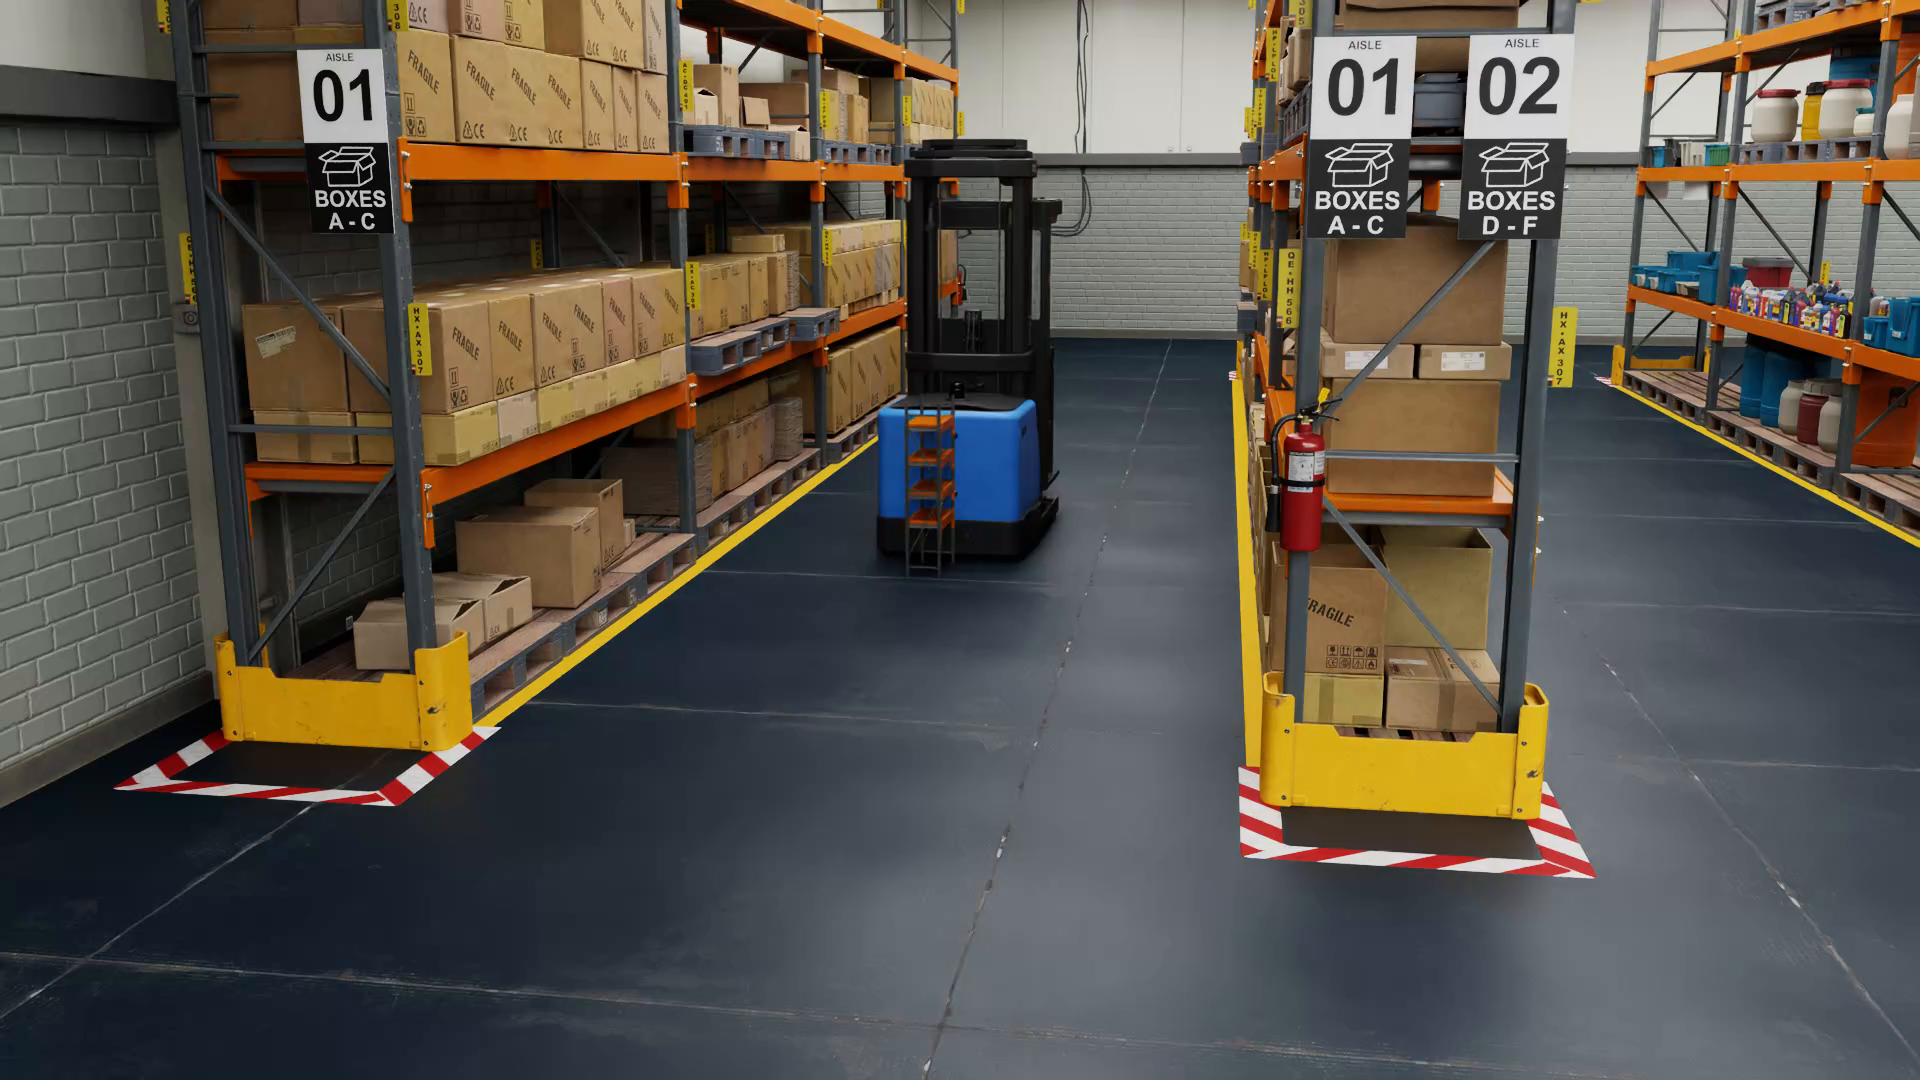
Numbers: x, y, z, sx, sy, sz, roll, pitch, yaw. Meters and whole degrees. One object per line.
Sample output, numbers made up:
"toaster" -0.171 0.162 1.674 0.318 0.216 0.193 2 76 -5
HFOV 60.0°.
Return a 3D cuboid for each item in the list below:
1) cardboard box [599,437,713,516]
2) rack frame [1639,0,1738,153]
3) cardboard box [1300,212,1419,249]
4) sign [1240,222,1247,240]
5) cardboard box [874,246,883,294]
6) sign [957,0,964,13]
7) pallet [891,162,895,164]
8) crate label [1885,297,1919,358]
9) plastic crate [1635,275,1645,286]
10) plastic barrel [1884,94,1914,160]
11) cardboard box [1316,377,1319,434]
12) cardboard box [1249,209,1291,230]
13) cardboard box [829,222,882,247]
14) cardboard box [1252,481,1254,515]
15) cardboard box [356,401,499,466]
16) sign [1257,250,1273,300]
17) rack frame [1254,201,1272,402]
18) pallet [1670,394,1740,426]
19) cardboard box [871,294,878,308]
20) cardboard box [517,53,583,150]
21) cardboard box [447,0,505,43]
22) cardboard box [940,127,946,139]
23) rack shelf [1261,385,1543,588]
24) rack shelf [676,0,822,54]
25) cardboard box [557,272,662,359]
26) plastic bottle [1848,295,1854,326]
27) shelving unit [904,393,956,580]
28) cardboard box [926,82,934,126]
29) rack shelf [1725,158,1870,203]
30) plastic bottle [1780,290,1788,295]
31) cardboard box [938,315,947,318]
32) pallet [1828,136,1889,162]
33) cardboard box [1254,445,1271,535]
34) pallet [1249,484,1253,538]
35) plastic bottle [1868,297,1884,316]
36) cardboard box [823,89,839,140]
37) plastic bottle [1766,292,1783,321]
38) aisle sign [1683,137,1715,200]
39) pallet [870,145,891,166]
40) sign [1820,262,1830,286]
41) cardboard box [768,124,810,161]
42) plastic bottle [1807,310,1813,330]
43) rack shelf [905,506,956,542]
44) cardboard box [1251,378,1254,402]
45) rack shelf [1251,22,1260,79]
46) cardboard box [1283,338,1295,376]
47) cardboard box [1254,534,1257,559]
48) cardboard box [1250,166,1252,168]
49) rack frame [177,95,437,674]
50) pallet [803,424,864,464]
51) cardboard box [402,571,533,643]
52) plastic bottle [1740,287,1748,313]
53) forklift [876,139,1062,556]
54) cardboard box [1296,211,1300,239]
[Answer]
"cardboard box" -2.276 -0.483 12.504 0.700 0.500 0.500 2 12 11
"rack frame" 9.262 -6.446 21.043 1.000 3.000 0.127 2 12 9
"cardboard box" 2.461 -1.767 10.256 0.700 0.500 0.500 2 12 9
"sign" 3.832 -4.115 22.414 0.100 0.325 0.005 2 12 9
"cardboard box" -1.119 -2.891 17.795 0.500 0.500 0.500 2 12 9
"sign" 0.007 -7.242 22.331 0.100 0.325 0.005 2 12 9
"pallet" -0.816 -4.848 20.958 1.003 0.211 1.213 2 12 9
"crate label" 7.612 -1.667 13.025 0.502 0.435 0.616 2 12 9
"plastic crate" 8.768 -3.309 21.210 0.250 0.136 0.298 2 12 9
"plastic barrel" 7.681 -3.314 13.366 0.421 0.512 0.421 0 12 0
"cardboard box" 2.150 -0.702 8.394 0.700 0.500 0.500 2 12 9
"cardboard box" 3.807 -3.810 20.439 0.500 0.500 0.500 2 12 8
"cardboard box" -1.128 -3.254 17.703 0.500 0.250 0.500 2 12 10
"cardboard box" 2.458 -0.345 12.505 0.500 0.250 0.500 2 12 10
"cardboard box" -2.599 -0.531 8.147 0.500 0.250 0.500 2 12 7
"sign" 1.985 -1.719 10.791 0.100 0.325 0.005 2 12 9
"rack frame" 3.138 -2.009 14.696 1.000 3.000 0.127 2 12 9
"pallet" 8.722 -1.472 18.822 1.003 0.211 1.213 2 12 9
"cardboard box" -1.100 -2.598 17.976 0.380 0.149 0.250 2 12 9
"cardboard box" -2.434 -2.421 9.203 0.500 0.500 0.500 3 12 12
"cardboard box" -2.562 -2.692 8.089 0.500 0.500 0.500 2 12 8
"cardboard box" -0.456 -5.212 21.560 0.500 0.250 0.500 1 12 7
"rack shelf" 2.215 -0.409 8.977 1.077 0.370 4.000 2 12 9
"rack shelf" -2.065 -4.138 12.992 1.077 0.370 4.000 2 12 9
"cardboard box" -2.211 -1.427 10.522 0.500 0.500 0.500 2 12 8
"plastic bottle" 8.488 -2.202 15.709 0.144 0.351 0.185 2 12 9
"shelving unit" -0.202 -0.370 11.363 0.258 1.200 0.503 2 12 10
"cardboard box" -0.612 -5.365 20.489 0.500 0.500 0.500 2 12 9
"rack shelf" 8.339 -3.379 15.640 1.077 0.370 4.000 2 12 9
"plastic bottle" 8.207 -2.338 16.518 0.152 0.276 0.135 2 12 9
"cardboard box" -0.376 -2.953 22.473 0.380 0.149 0.250 2 12 8
"pallet" 8.246 -3.378 14.376 1.003 0.211 1.213 2 12 9
"cardboard box" 2.142 -0.318 10.598 0.500 0.500 0.500 2 12 9
"pallet" 2.783 -0.223 13.026 1.003 0.211 1.213 2 12 9
"plastic bottle" 8.631 -2.156 15.670 0.152 0.276 0.135 2 12 9
"cardboard box" -1.612 -4.229 16.594 0.700 0.500 0.500 3 12 12
"plastic bottle" 8.021 -2.295 16.317 0.152 0.276 0.135 2 12 9
"aisle sign" 9.562 -4.790 21.427 0.394 0.787 0.004 2 12 9
"pallet" -1.235 -4.182 18.112 0.805 0.209 1.217 1 12 6
"sign" 9.190 -2.798 17.698 0.100 0.325 0.005 2 12 9
"cardboard box" -1.602 -3.443 14.393 0.500 0.311 0.500 2 12 9
"plastic bottle" 7.818 -2.022 15.226 0.097 0.201 0.097 0 12 0
"rack shelf" -0.202 -0.110 11.419 0.258 0.148 0.480 2 12 10
"cardboard box" 3.130 -1.312 16.352 0.500 0.500 0.500 1 12 7
"rack shelf" 4.060 -5.838 19.936 1.077 0.370 4.000 2 12 9
"cardboard box" 2.476 -1.300 11.724 0.396 0.266 0.258 2 12 7
"cardboard box" 2.152 0.049 10.676 0.500 0.250 0.500 2 12 9
"cardboard box" 3.873 -4.761 20.701 0.500 0.250 0.500 2 12 9
"rack frame" -2.988 -0.504 7.710 1.000 3.000 0.127 2 12 9
"pallet" -1.562 -0.967 16.481 1.003 0.211 1.213 2 12 9
"cardboard box" -2.705 0.336 9.152 0.500 0.311 0.500 3 13 13
"plastic bottle" 8.134 -2.483 17.198 0.097 0.271 0.097 0 12 0
"forklift" 0.185 -1.583 12.880 1.130 2.935 3.031 2 12 10
"cardboard box" 4.182 -3.576 19.355 0.500 0.500 0.500 1 12 7
